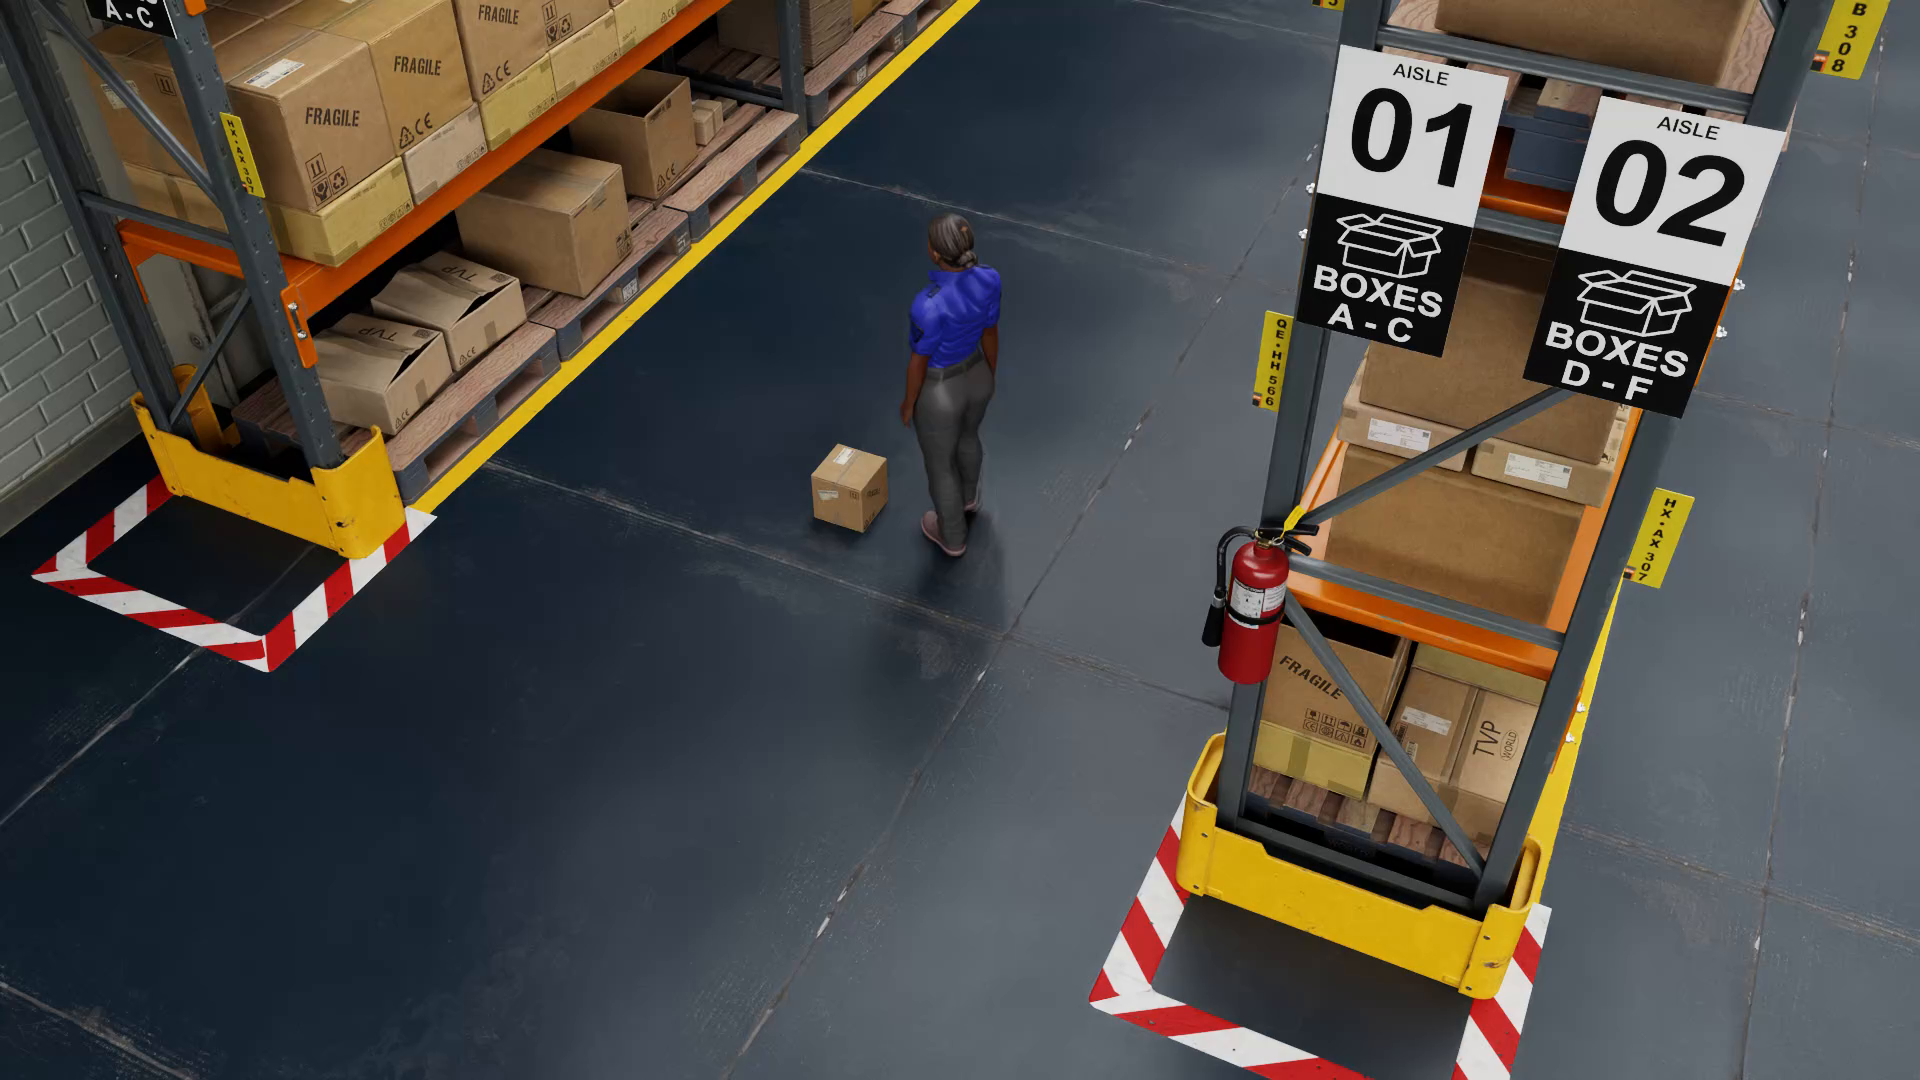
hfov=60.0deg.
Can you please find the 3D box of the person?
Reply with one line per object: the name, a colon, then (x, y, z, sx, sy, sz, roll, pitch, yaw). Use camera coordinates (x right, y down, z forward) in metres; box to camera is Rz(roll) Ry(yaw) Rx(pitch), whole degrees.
person: (-0.090, -0.662, 6.902, 0.489, 1.689, 0.485, -33, 52, -31)
